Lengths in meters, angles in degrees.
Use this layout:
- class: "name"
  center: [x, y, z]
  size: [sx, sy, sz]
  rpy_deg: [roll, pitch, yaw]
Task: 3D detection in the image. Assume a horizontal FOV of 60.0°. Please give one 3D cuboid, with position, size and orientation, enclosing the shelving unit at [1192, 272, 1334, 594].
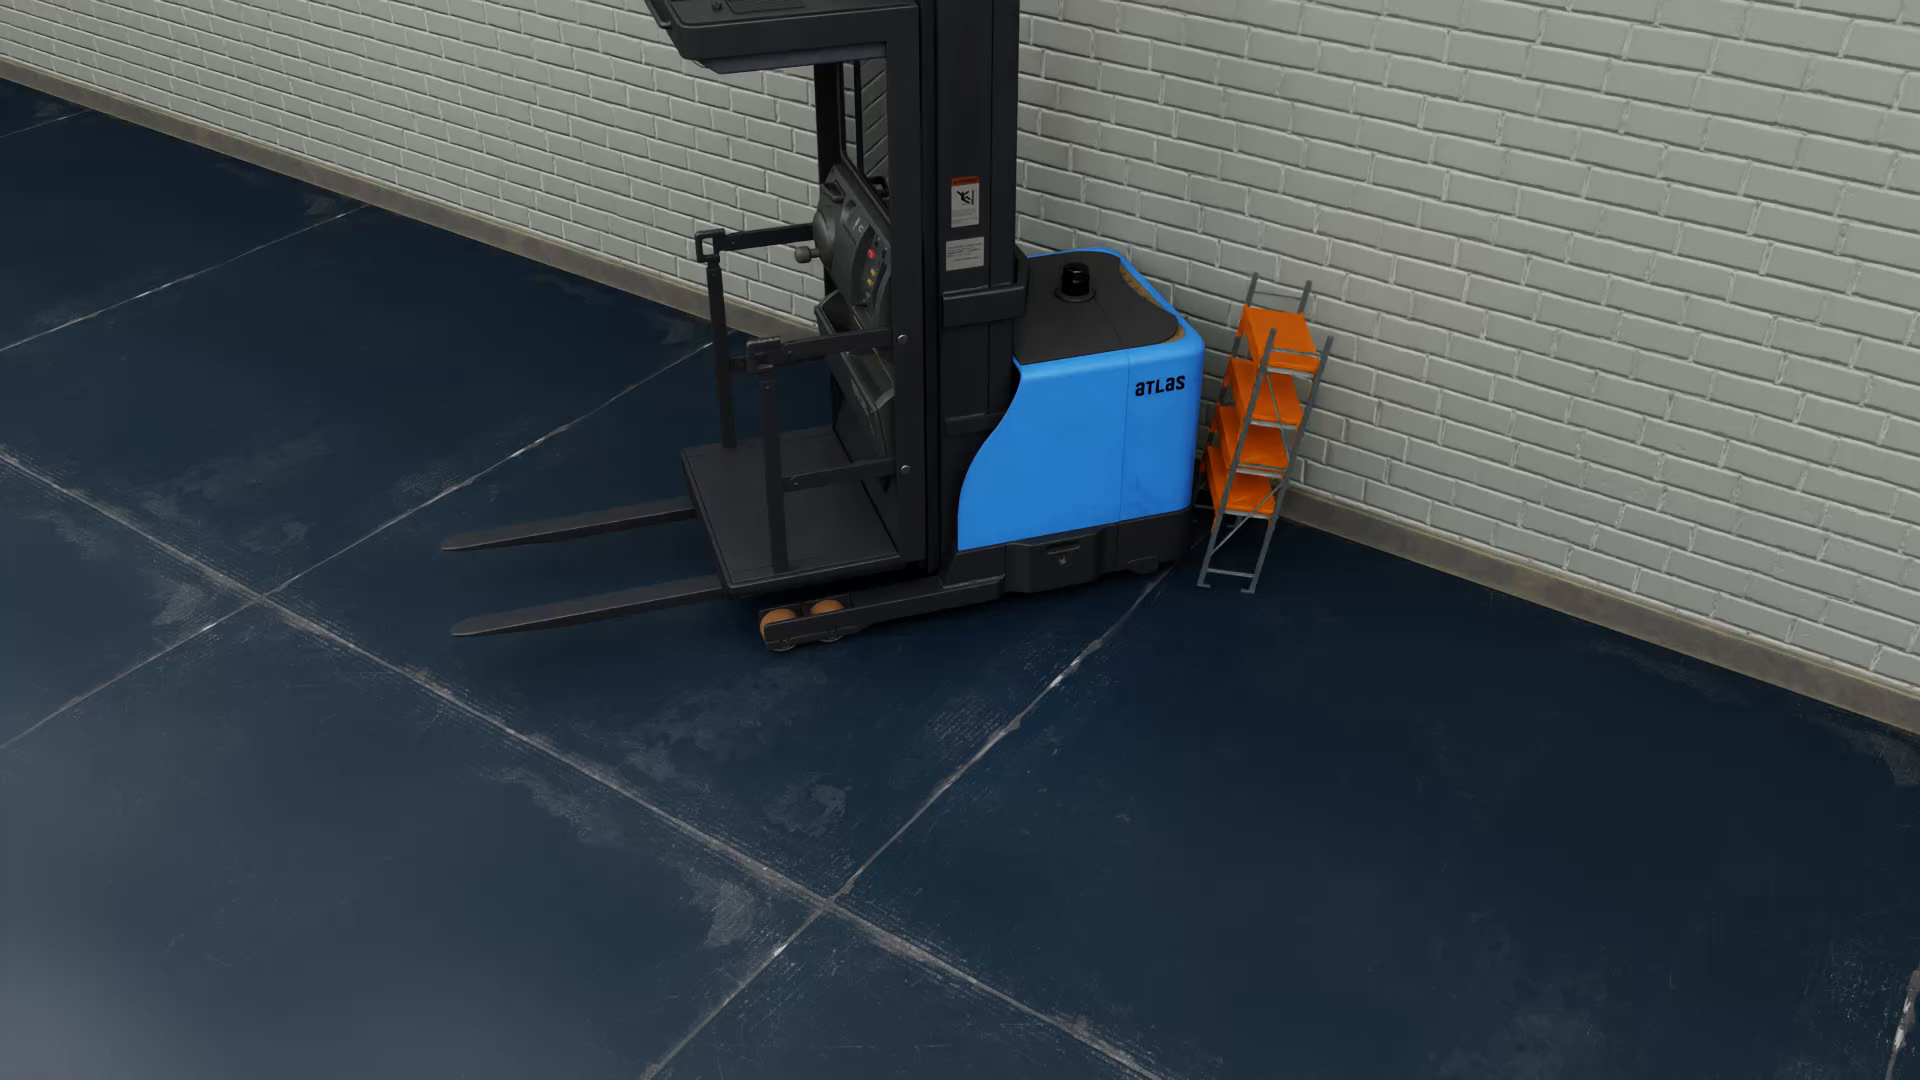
- class: "shelving unit"
  center: [1.197, -0.424, 6.780]
  size: [0.258, 1.200, 0.503]
  rpy_deg: [8, 34, -4]

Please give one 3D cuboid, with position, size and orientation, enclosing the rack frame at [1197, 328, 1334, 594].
- class: "rack frame"
  center: [1.194, -0.287, 6.578]
  size: [0.240, 1.200, 0.015]
  rpy_deg: [8, 34, -4]

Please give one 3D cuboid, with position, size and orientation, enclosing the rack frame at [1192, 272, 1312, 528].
- class: "rack frame"
  center: [1.200, -0.561, 6.982]
  size: [0.240, 1.200, 0.015]
  rpy_deg: [8, 34, -4]

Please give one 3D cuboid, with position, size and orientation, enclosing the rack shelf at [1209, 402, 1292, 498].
- class: "rack shelf"
  center: [1.187, -0.369, 6.817]
  size: [0.258, 0.148, 0.480]
  rpy_deg: [8, 34, -4]

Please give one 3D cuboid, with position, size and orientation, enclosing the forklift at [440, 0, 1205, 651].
- class: "forklift"
  center: [-0.595, -1.106, 6.269]
  size: [3.031, 2.935, 1.130]
  rpy_deg: [-10, 35, -15]

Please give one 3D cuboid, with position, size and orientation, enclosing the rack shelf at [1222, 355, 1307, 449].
- class: "rack shelf"
  center: [1.221, -0.552, 6.693]
  size: [0.258, 0.148, 0.480]
  rpy_deg: [8, 34, -4]

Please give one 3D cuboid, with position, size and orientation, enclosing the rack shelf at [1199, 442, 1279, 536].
- class: "rack shelf"
  center: [1.157, -0.207, 6.928]
  size: [0.258, 0.148, 0.480]
  rpy_deg: [8, 34, -4]

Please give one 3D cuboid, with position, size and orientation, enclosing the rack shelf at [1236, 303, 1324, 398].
- class: "rack shelf"
  center: [1.257, -0.745, 6.561]
  size: [0.258, 0.148, 0.480]
  rpy_deg: [8, 34, -4]
